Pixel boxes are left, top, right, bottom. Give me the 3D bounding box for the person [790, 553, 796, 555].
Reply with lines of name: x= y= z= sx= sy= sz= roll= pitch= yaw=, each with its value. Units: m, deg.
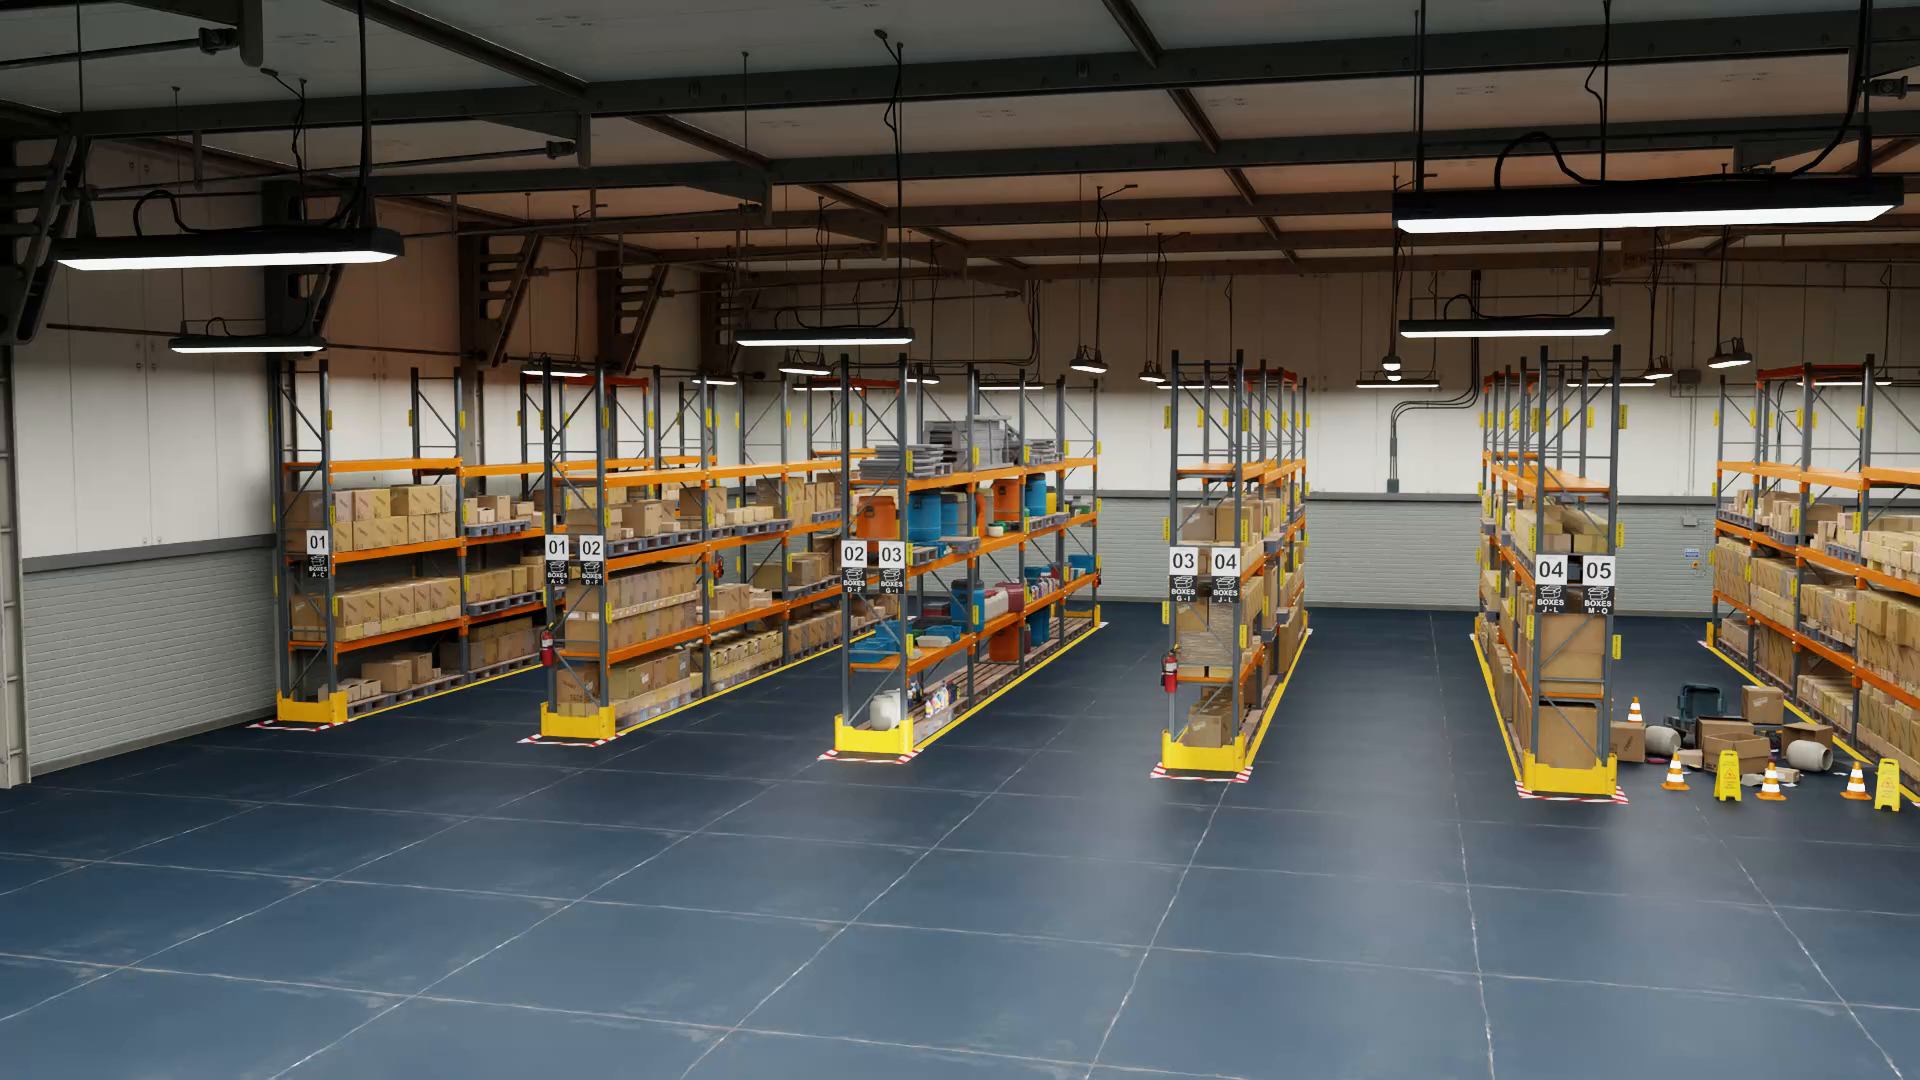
person: x=-3.982 y=1.209 z=40.469 sx=0.530 sy=1.783 sz=0.596 roll=2 pitch=5 yaw=27
